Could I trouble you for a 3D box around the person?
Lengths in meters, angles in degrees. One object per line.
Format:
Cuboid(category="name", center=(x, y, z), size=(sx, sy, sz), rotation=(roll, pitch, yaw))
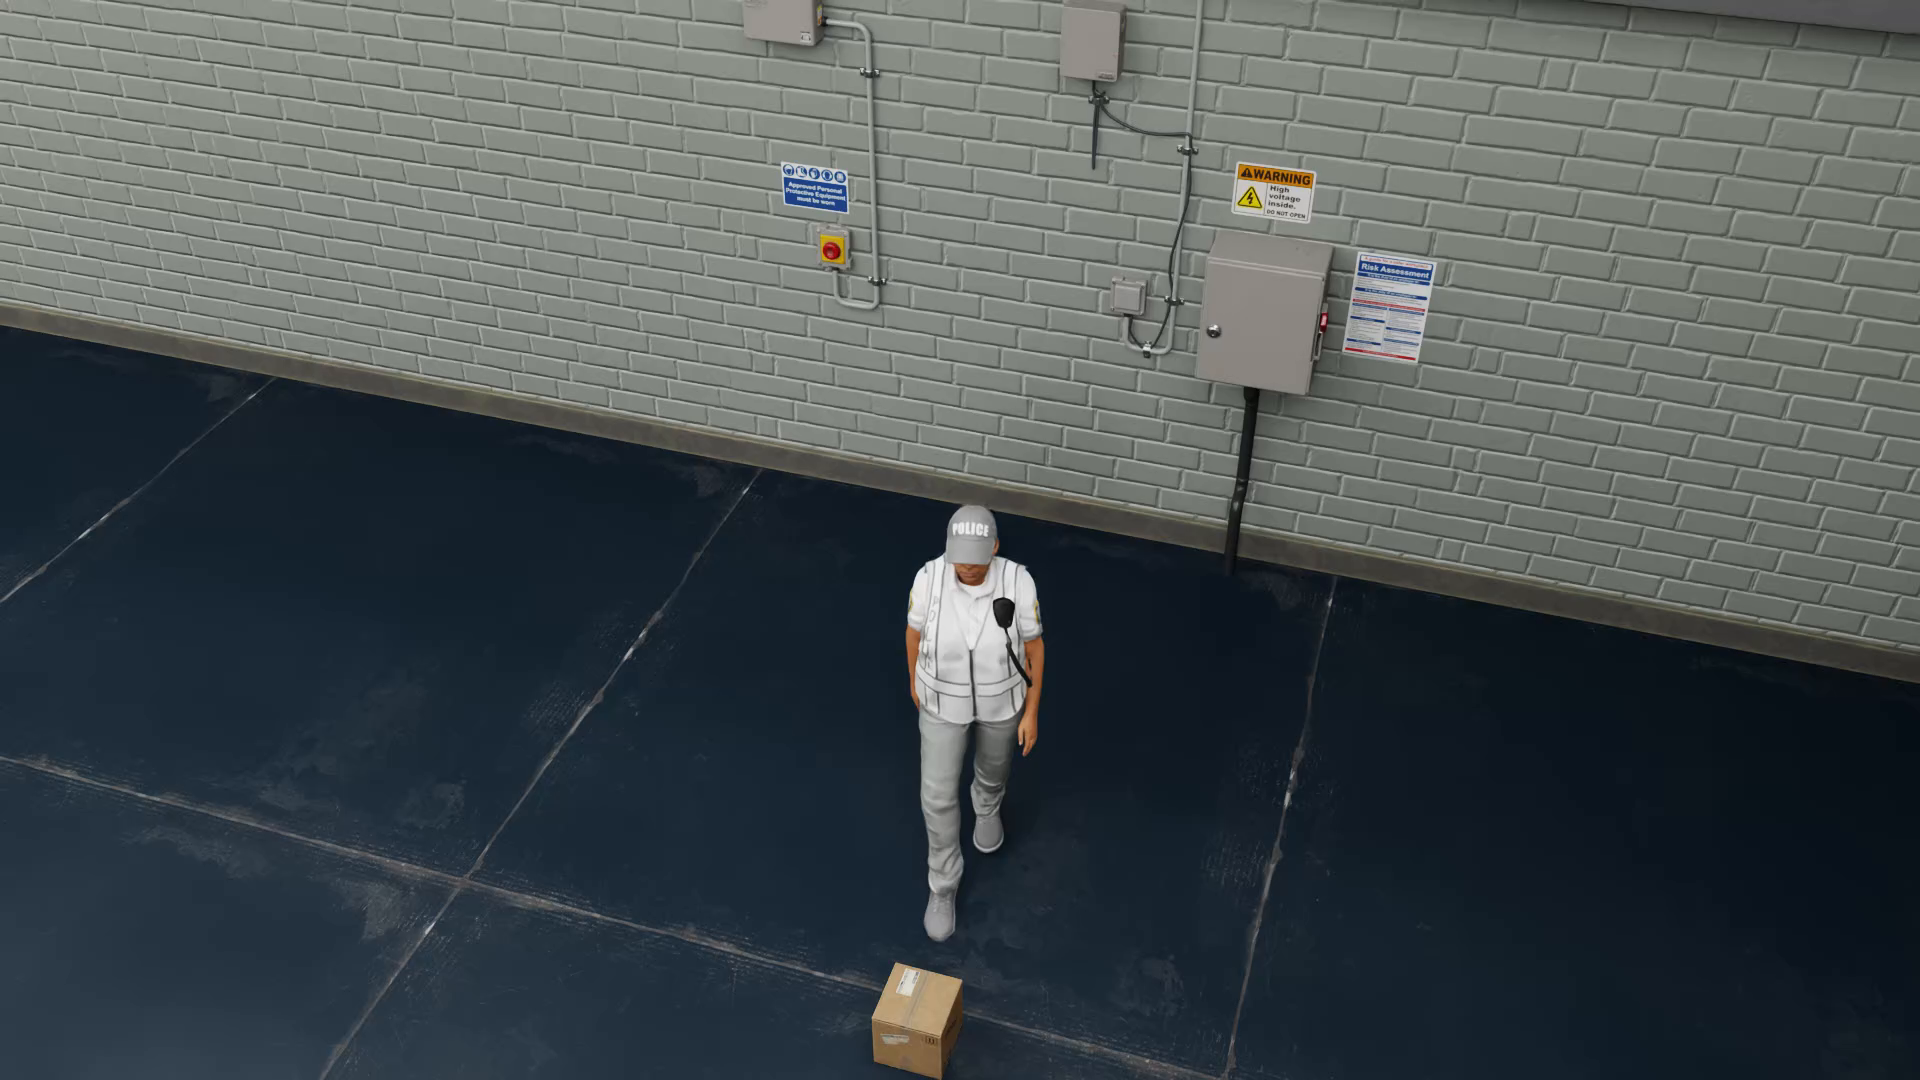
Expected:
Cuboid(category="person", center=(0.056, 0.647, 6.052), size=(0.498, 1.700, 0.702), rotation=(-1, 37, -1))
